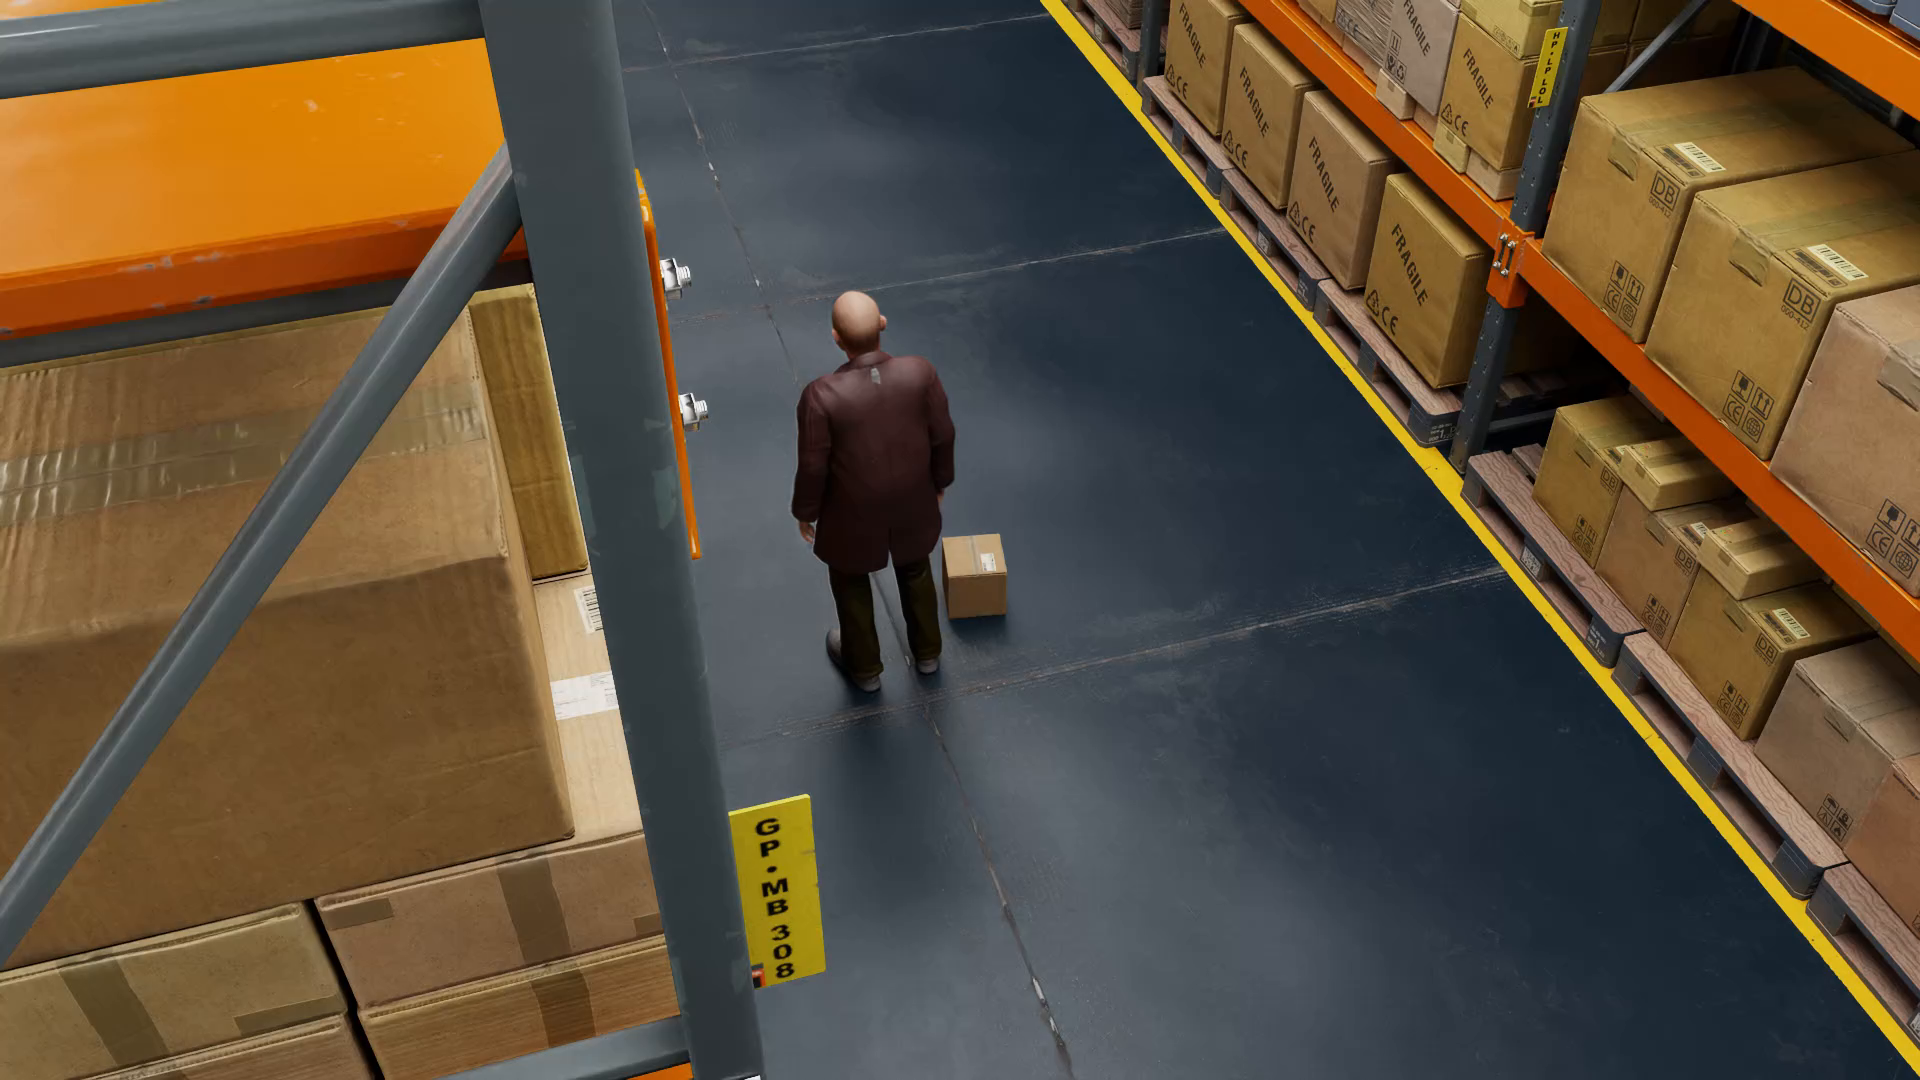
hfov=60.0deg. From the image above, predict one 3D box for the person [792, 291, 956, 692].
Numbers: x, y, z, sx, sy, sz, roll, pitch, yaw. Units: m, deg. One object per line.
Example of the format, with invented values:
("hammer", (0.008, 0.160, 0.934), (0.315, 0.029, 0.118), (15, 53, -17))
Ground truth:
("person", (-0.324, -0.159, 6.350), (0.648, 1.774, 0.421), (-14, 44, -16))
